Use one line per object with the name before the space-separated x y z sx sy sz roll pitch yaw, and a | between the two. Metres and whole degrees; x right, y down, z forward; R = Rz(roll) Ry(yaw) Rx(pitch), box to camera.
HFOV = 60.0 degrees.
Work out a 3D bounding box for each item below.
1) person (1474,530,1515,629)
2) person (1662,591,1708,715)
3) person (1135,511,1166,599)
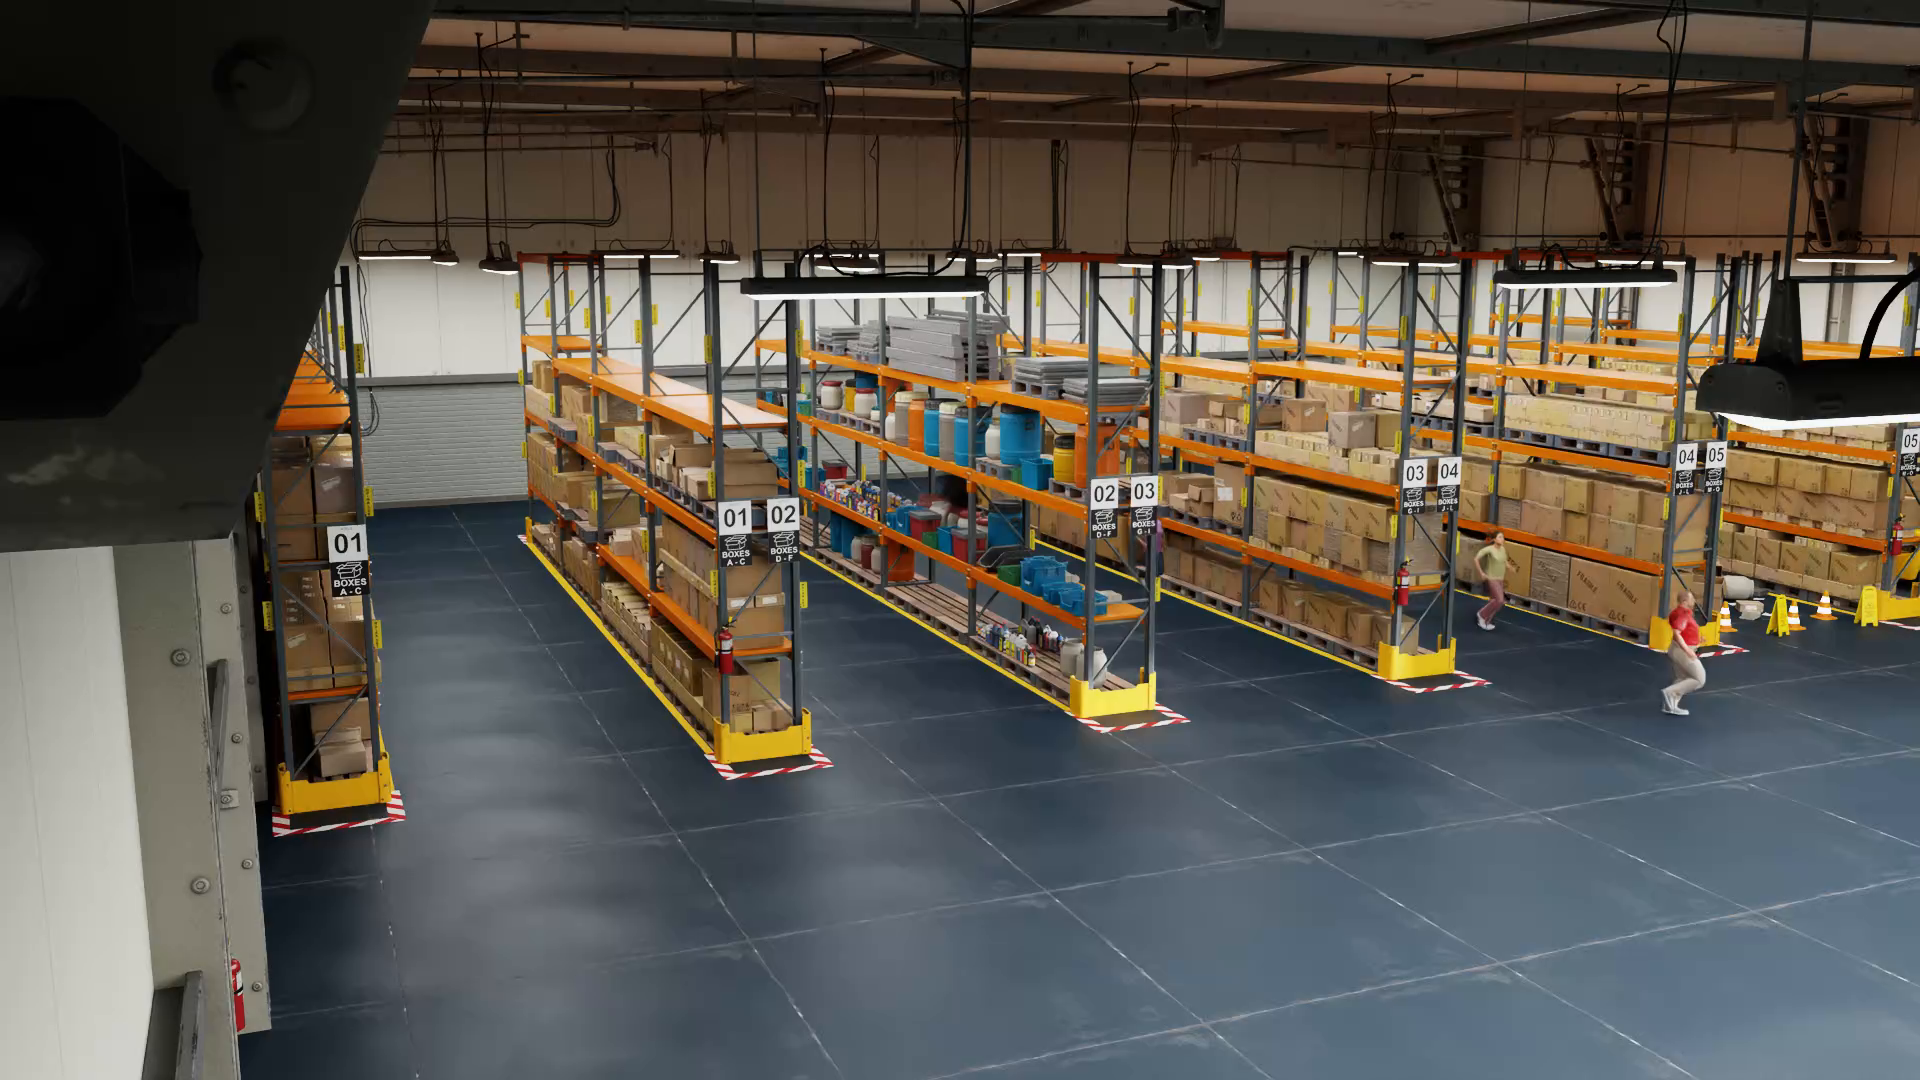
person | 8.670 0.660 26.905 0.587 1.621 0.564 -7 13 -34
person | 9.656 1.509 22.125 0.591 1.682 0.658 1 10 8
person | 3.221 0.205 27.964 0.538 1.560 0.548 -5 12 -26
